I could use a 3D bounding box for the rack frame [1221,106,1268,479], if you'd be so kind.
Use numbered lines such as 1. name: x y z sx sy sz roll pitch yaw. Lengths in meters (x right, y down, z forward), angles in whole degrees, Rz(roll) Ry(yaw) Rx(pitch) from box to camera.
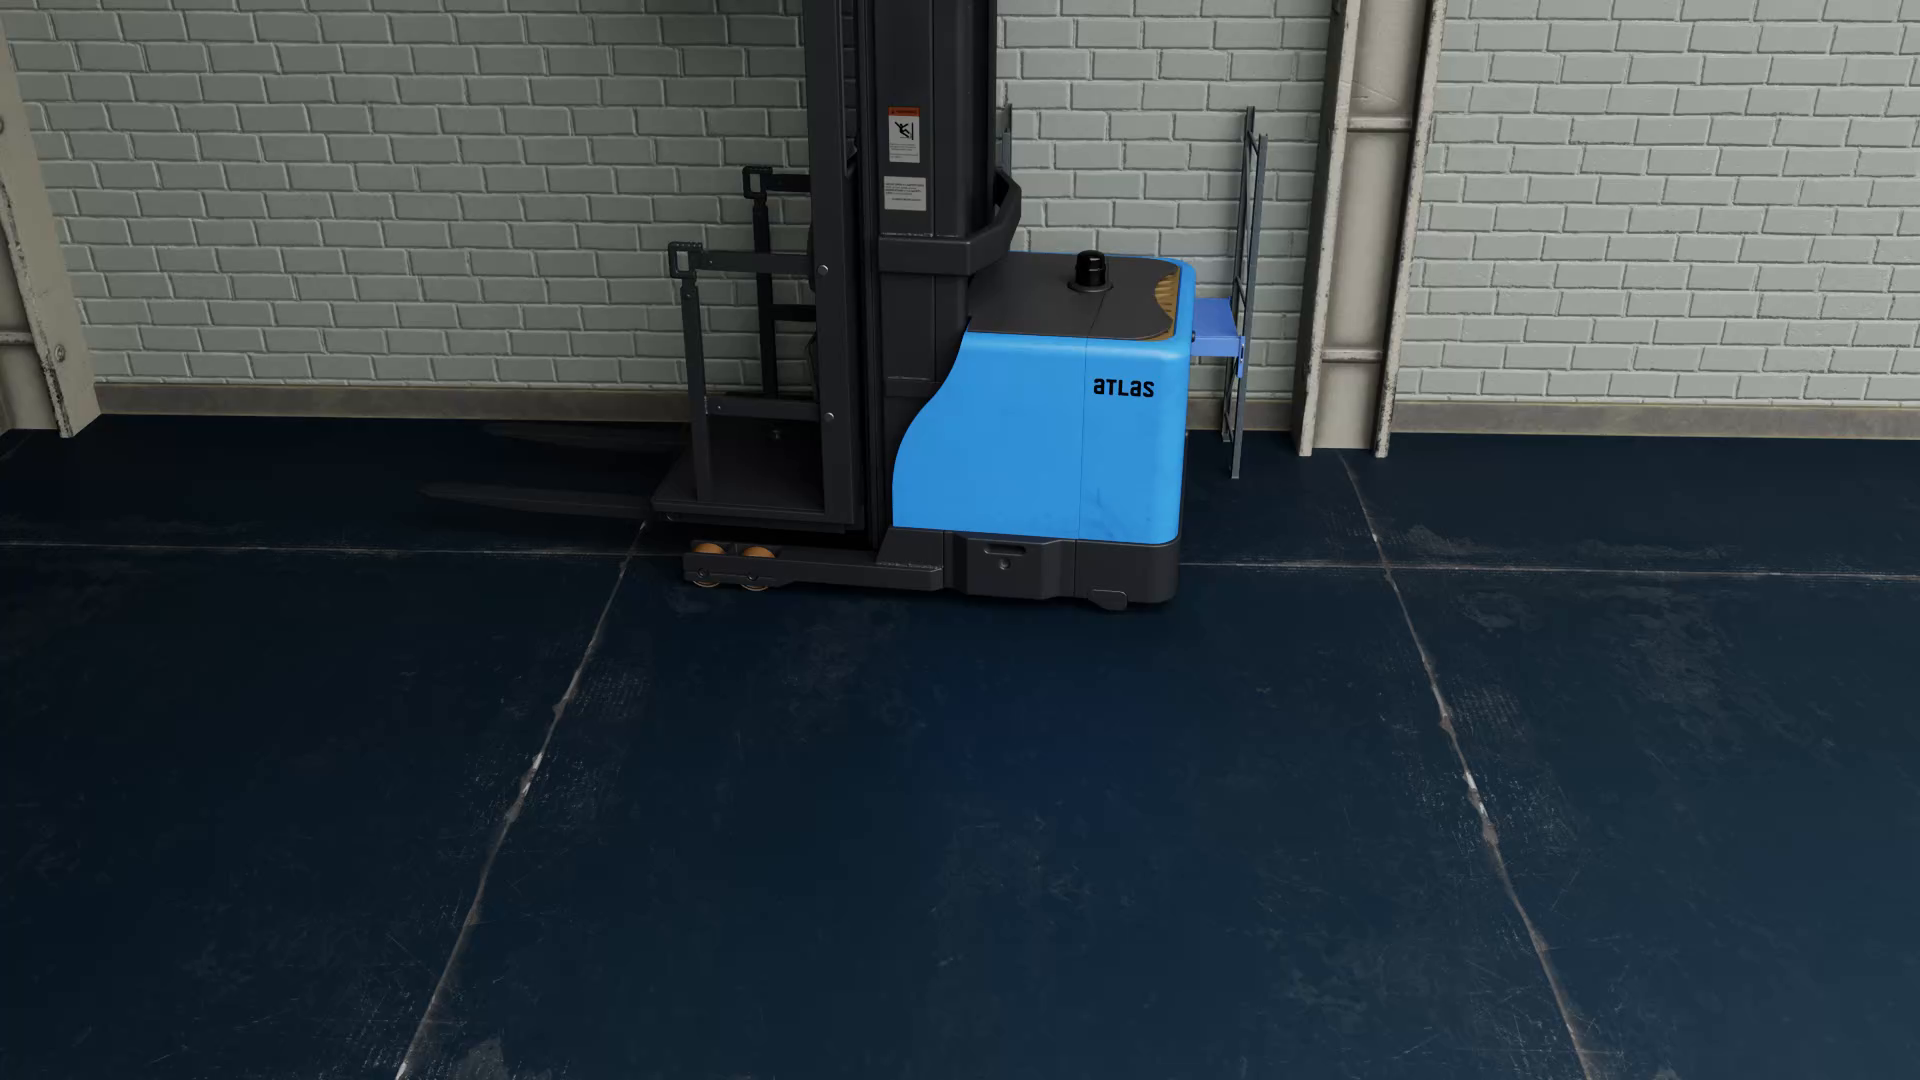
1. rack frame: 1.210 -1.045 7.119 0.032 1.500 0.500 1 28 2

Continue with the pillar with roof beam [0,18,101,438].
1. pillar with roof beam: -4.426 -2.507 1.871 0.400 9.000 9.100 1 28 2

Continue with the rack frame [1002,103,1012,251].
1. rack frame: 0.195 -1.066 7.160 0.032 1.500 0.500 1 28 2

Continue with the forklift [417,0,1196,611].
1. forklift: -0.622 -1.339 6.146 3.031 2.935 1.130 4 28 8

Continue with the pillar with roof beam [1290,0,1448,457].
1. pillar with roof beam: 1.571 -2.408 1.684 0.400 9.000 9.100 1 28 2

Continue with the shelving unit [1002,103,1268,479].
1. shelving unit: 0.702 -1.056 7.140 1.048 1.500 0.538 1 28 2

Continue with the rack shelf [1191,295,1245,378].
1. rack shelf: 0.702 -0.897 7.224 1.000 0.185 0.538 1 28 2
